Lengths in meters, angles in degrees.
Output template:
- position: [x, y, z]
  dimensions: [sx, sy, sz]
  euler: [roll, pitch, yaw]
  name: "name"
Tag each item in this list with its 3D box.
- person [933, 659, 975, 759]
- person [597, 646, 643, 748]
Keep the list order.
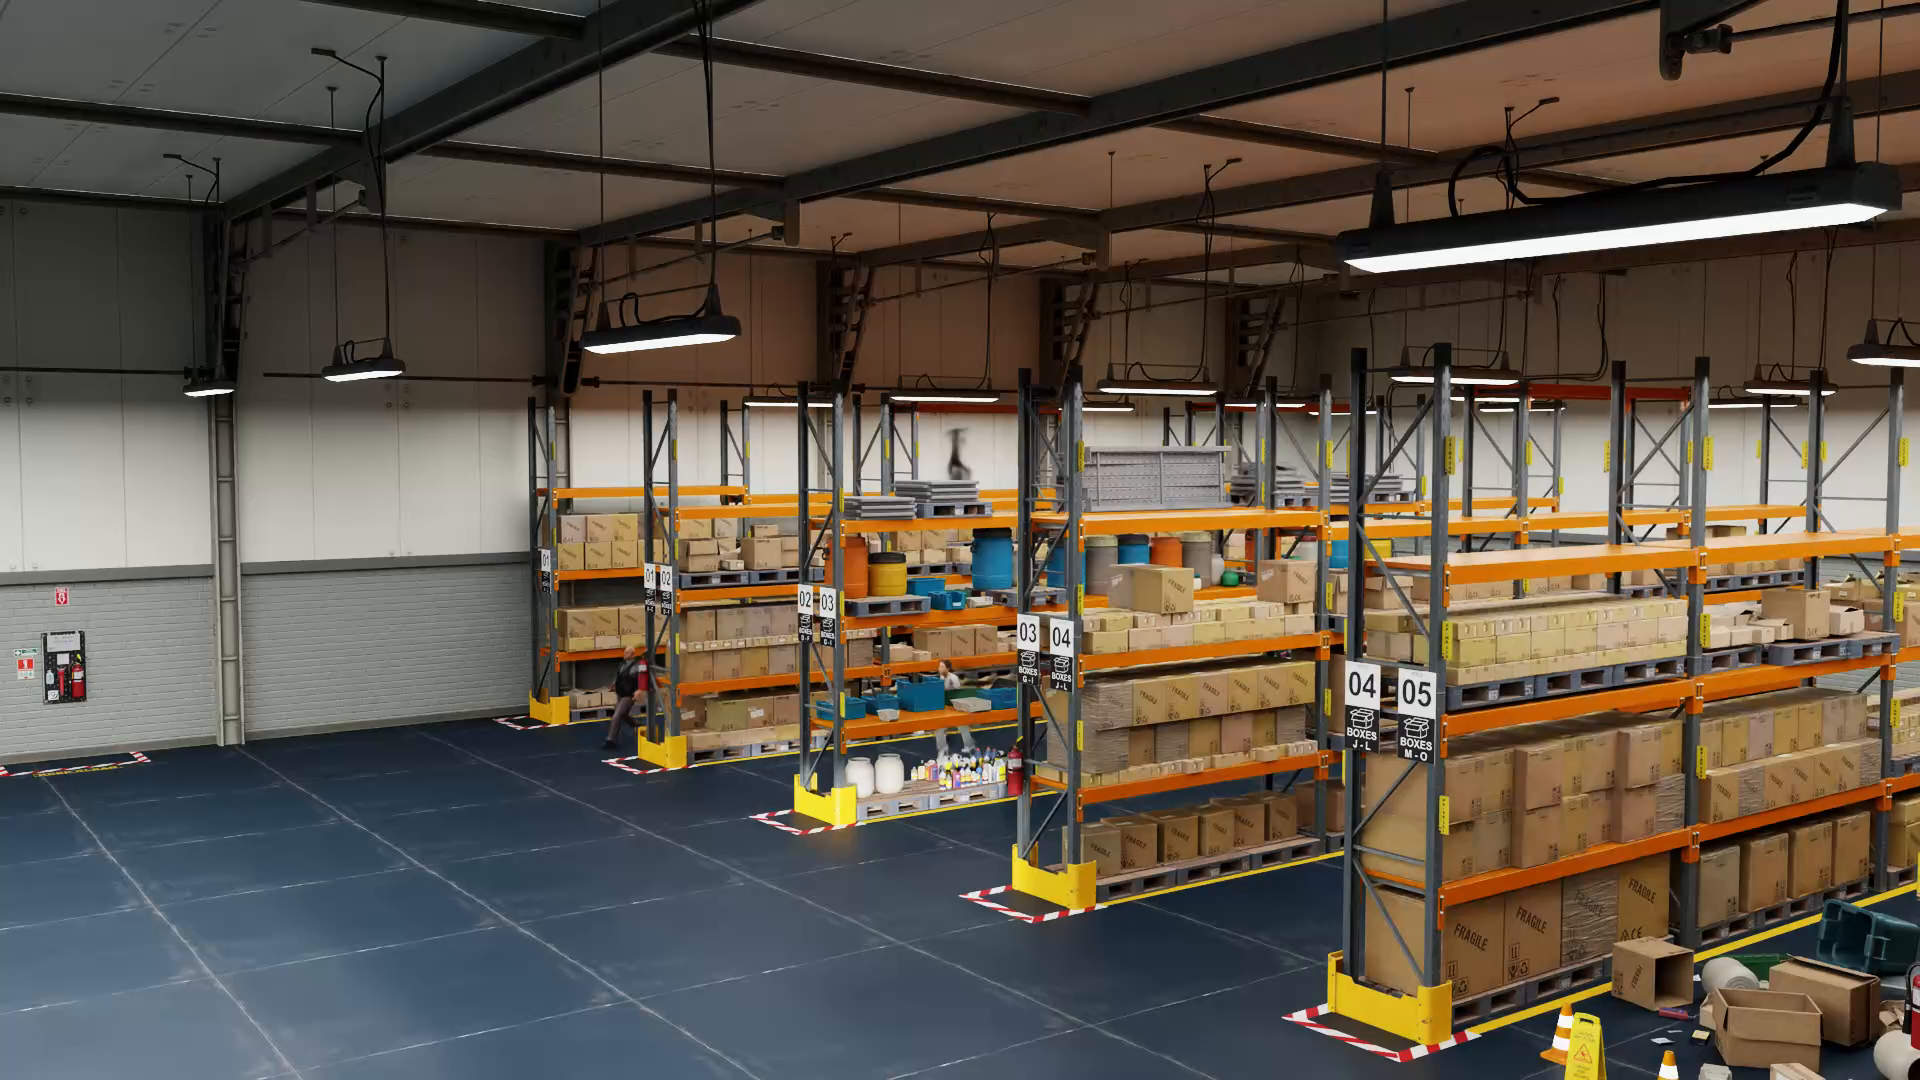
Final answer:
- position: [-0.084, 2.746, 27.117]
  dimensions: [0.561, 1.656, 0.917]
  euler: [3, 5, 42]
  name: "person"
- position: [-5.650, 2.645, 28.162]
  dimensions: [0.952, 1.696, 0.725]
  euler: [-3, 5, -44]
  name: "person"
